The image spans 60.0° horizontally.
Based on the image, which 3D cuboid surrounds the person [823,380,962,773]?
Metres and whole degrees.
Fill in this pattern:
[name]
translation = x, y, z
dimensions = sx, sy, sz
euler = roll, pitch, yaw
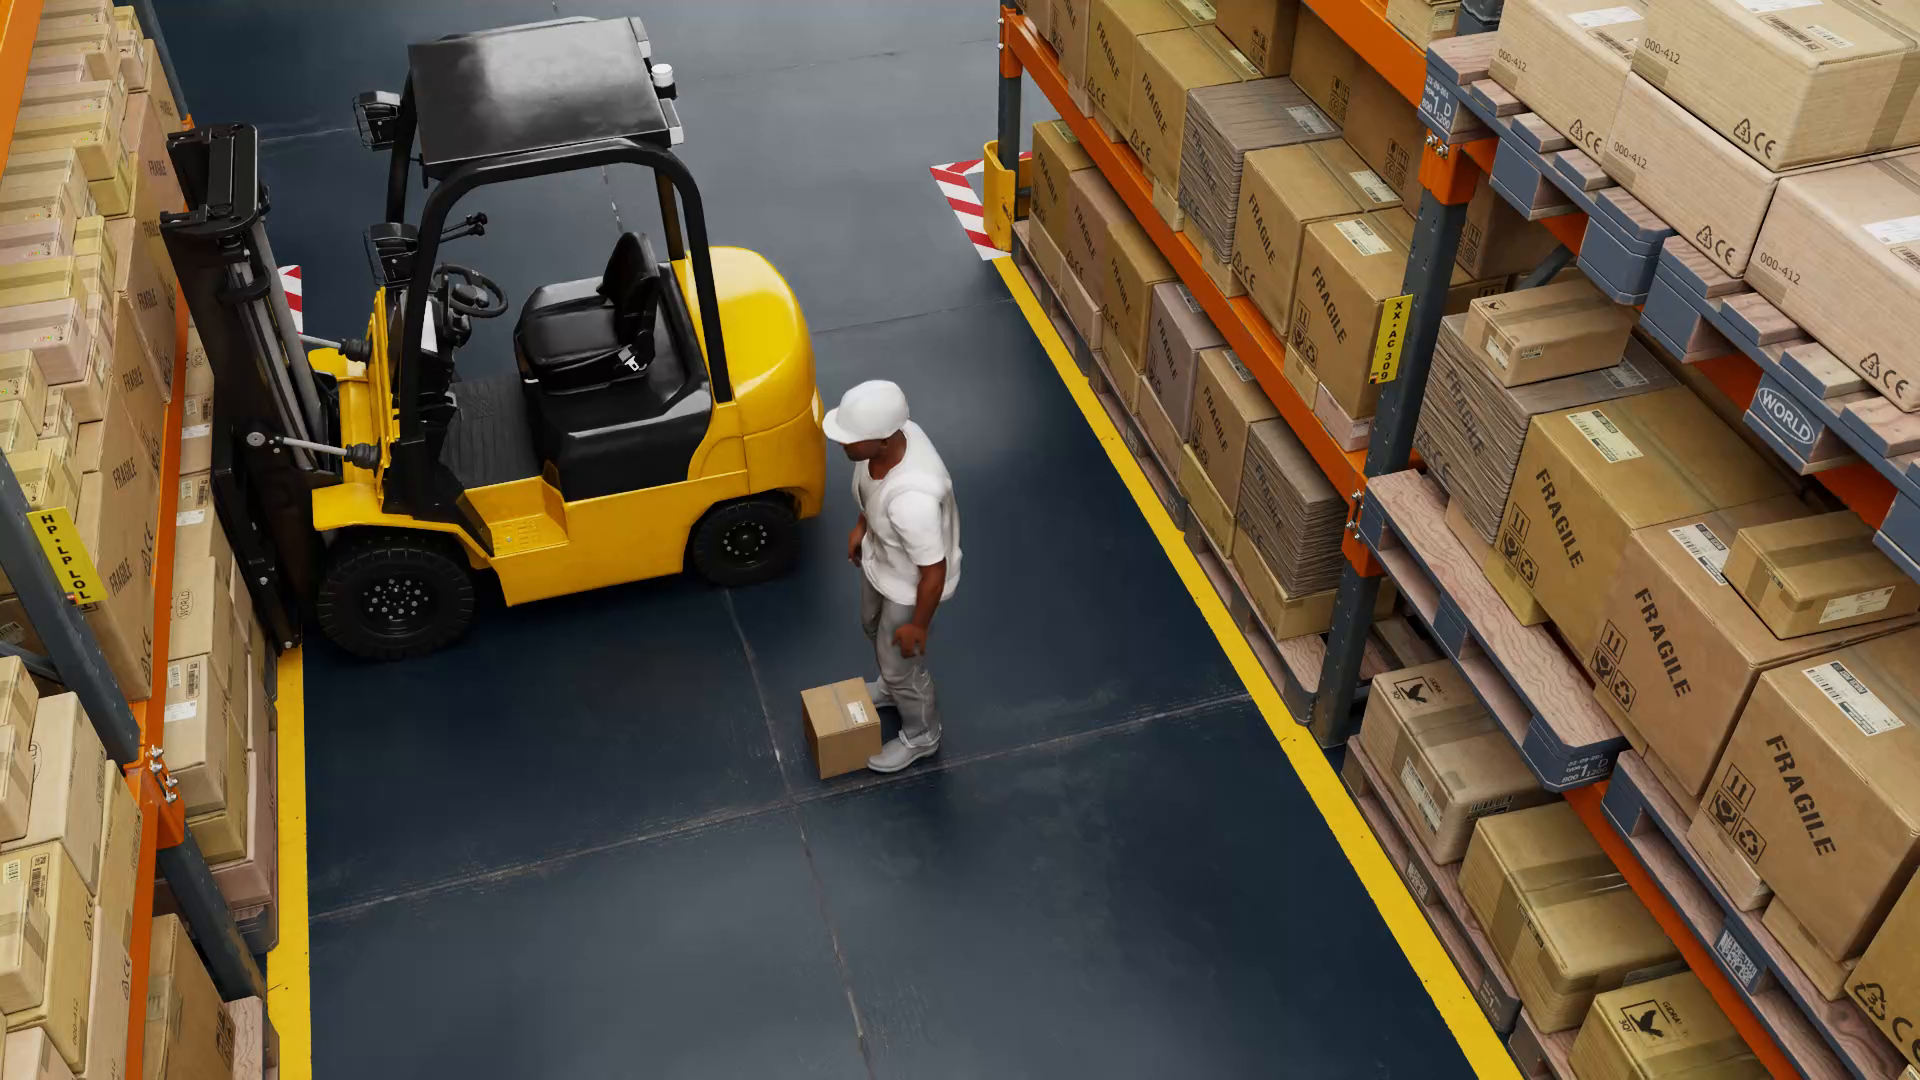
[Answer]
[person]
translation = -0.240, 0.124, 6.008
dimensions = 0.455, 1.761, 0.635
euler = -14, 44, -15
